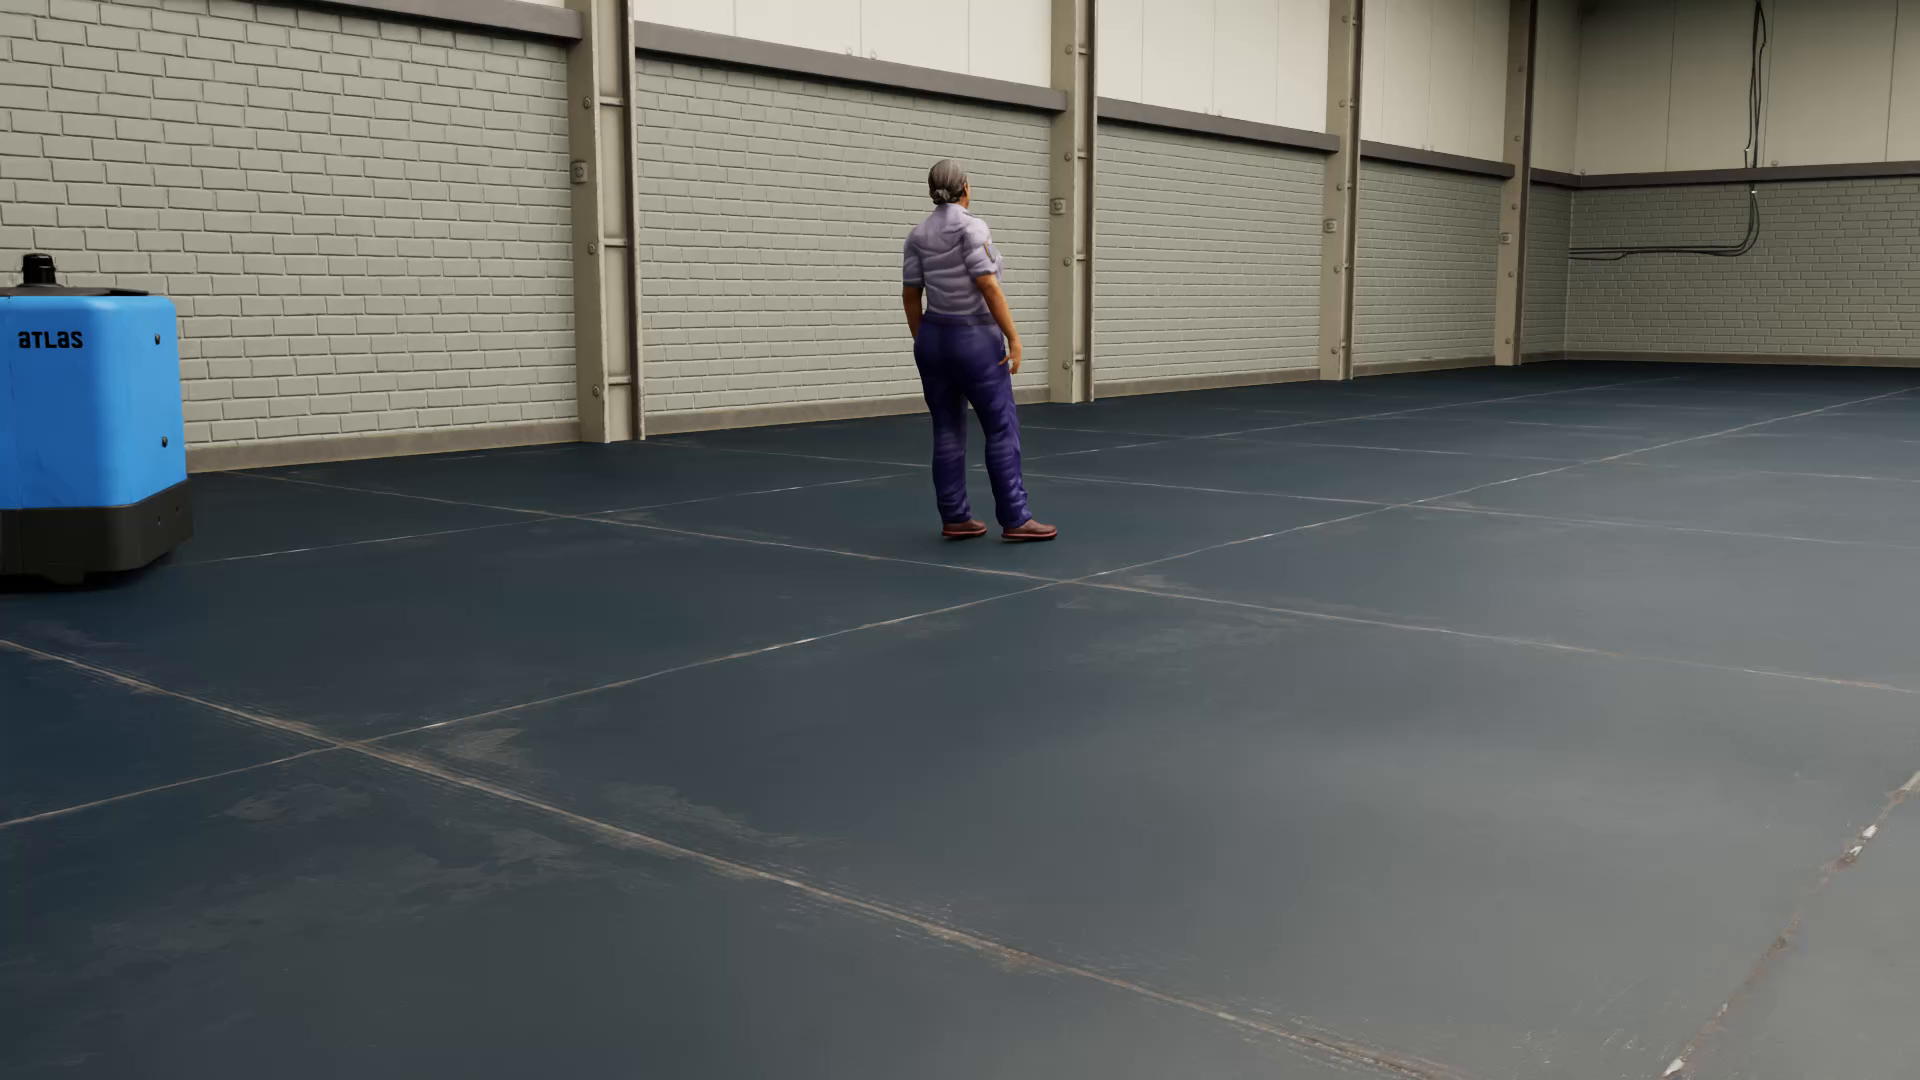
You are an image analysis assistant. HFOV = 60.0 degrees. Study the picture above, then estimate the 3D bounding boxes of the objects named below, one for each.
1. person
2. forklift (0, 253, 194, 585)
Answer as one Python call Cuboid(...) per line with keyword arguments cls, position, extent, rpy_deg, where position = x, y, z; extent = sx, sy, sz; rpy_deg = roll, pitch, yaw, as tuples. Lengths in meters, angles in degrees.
Cuboid(cls="person", position=(0.075, -0.830, 7.340), extent=(0.598, 1.651, 0.502), rpy_deg=(7, 11, 38))
Cuboid(cls="forklift", position=(-4.629, -1.291, 6.103), extent=(3.031, 2.935, 1.130), rpy_deg=(-2, 9, -13))
